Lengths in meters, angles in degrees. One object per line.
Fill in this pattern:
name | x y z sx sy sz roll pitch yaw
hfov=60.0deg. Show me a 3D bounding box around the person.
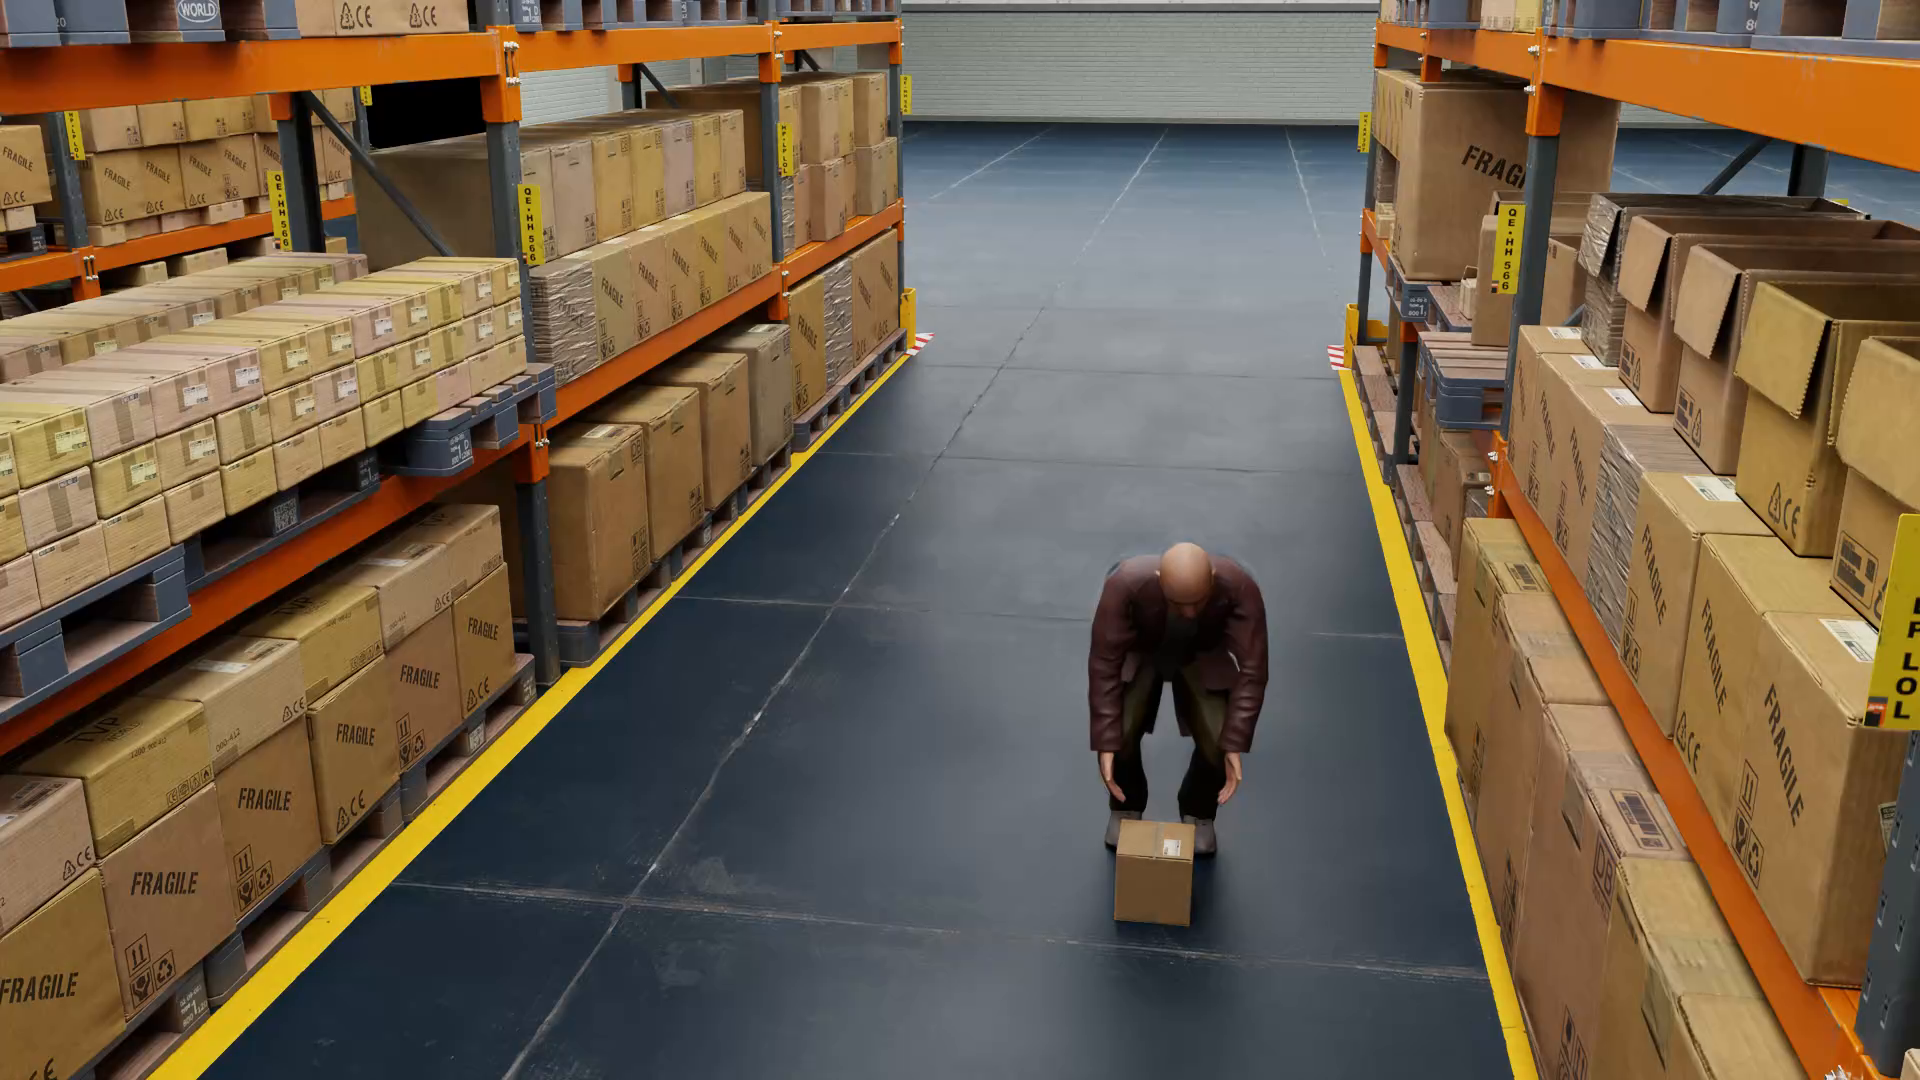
person | 0.759 0.519 5.859 0.630 1.226 0.804 3 18 9
